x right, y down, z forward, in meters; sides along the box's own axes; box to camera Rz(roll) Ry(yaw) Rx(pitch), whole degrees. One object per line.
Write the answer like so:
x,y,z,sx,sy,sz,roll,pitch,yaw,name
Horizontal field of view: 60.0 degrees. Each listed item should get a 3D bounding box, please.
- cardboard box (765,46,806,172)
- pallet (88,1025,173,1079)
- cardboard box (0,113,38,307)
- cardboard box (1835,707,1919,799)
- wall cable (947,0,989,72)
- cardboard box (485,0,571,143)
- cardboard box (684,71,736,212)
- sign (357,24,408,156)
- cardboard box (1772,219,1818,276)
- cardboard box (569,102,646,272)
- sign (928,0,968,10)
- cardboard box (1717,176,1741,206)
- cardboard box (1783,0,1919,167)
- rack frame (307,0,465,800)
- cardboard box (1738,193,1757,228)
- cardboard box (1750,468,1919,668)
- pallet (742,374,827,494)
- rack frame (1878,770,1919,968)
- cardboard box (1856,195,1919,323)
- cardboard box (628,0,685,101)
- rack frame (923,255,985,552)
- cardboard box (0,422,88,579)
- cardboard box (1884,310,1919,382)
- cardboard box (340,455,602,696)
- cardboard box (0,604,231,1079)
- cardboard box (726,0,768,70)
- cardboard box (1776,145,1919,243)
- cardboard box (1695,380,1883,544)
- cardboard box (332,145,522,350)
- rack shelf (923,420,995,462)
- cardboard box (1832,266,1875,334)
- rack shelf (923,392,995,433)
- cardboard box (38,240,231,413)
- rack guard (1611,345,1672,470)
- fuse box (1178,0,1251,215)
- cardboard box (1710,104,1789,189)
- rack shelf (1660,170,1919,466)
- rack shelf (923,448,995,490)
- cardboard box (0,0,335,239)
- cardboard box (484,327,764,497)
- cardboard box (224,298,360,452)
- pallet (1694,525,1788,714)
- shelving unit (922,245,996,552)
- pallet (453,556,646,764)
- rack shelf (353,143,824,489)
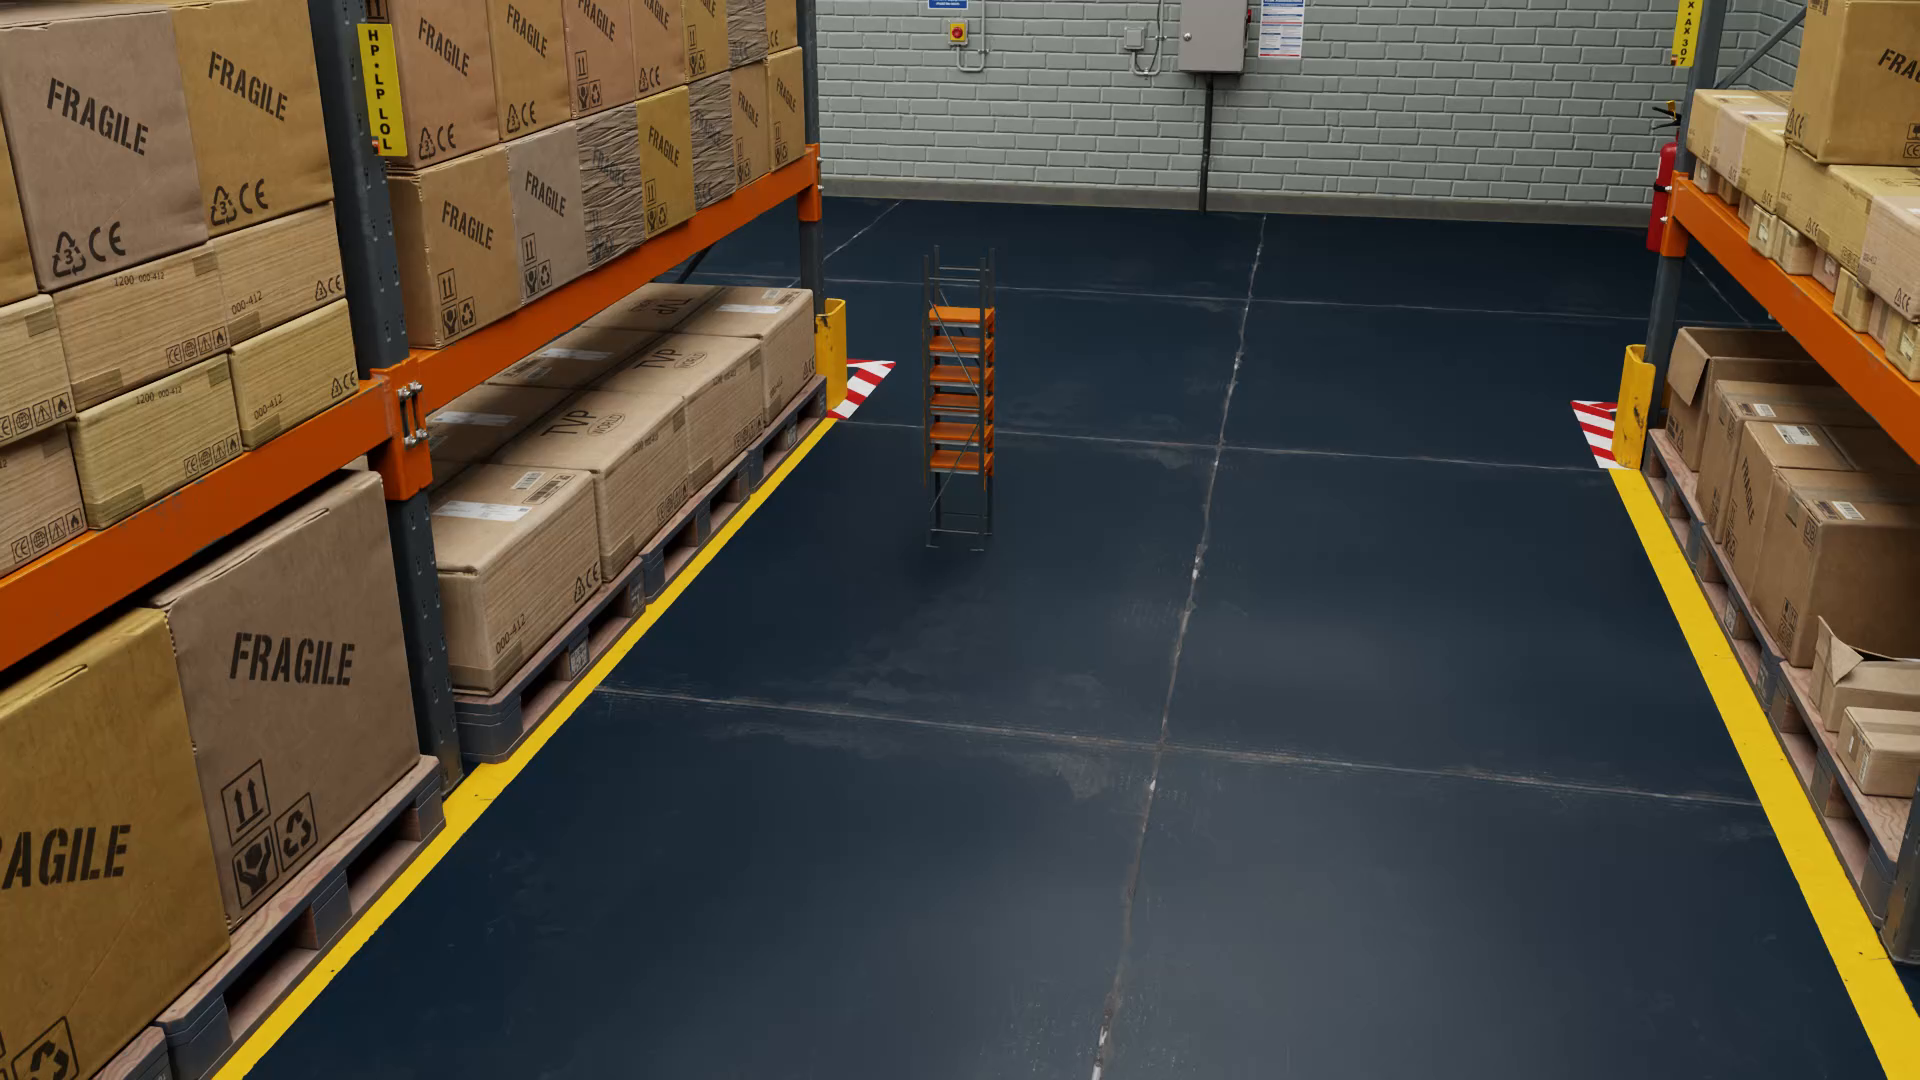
-1.030,-1.994,7.656,0.500,0.500,0.500,5,22,11,cardboard box
-2.337,1.348,3.225,1.003,0.211,1.213,4,22,11,pallet
-2.073,-0.635,2.943,0.500,0.500,0.500,5,23,13,cardboard box
2.679,0.597,4.610,0.380,0.149,0.250,4,22,9,cardboard box
-0.063,-4.694,13.092,0.585,1.953,0.123,4,22,11,wall cable
-1.563,-1.531,5.169,0.500,0.500,0.500,4,22,10,cardboard box
-1.242,-1.623,6.734,0.500,0.500,0.500,5,22,12,cardboard box
-1.474,-1.144,4.235,0.100,0.325,0.005,4,22,11,sign
2.988,-0.986,5.623,0.380,0.149,0.250,5,22,12,cardboard box
-1.440,-1.244,5.795,0.500,0.500,0.500,5,22,11,cardboard box
-0.098,-4.360,13.301,0.327,0.218,0.001,4,22,11,sign
3.327,-1.455,6.787,0.380,0.149,0.250,5,22,12,cardboard box
3.007,-1.489,5.335,0.500,0.500,0.500,5,22,12,cardboard box
-2.007,-0.681,4.530,1.000,3.000,0.127,4,22,11,rack frame
3.196,-1.268,6.324,0.380,0.149,0.250,5,23,13,cardboard box
3.027,0.103,5.366,0.700,0.500,0.500,4,22,9,cardboard box
-1.277,-0.552,7.942,1.003,0.211,1.213,4,22,11,pallet
2.853,-0.304,3.594,1.000,3.000,0.127,4,22,11,rack frame
2.806,-0.762,4.533,0.500,0.250,0.500,5,22,11,cardboard box
-1.342,-1.902,6.089,0.500,0.500,0.500,4,22,11,cardboard box
-0.022,-0.518,6.533,0.240,1.200,0.006,4,22,11,rack frame
-2.078,-0.059,3.186,0.500,0.250,0.500,4,22,9,cardboard box
2.732,-0.517,4.459,0.380,0.149,0.250,5,22,12,cardboard box
-1.774,0.091,5.480,0.875,0.438,0.875,4,22,10,cardboard box
-2.232,0.673,3.449,0.875,0.875,0.875,5,22,12,cardboard box
-1.134,-2.267,6.994,0.500,0.500,0.500,5,22,11,cardboard box
3.027,-1.131,5.450,0.500,0.250,0.500,4,22,10,cardboard box
3.239,-0.276,6.308,0.700,0.500,0.500,5,23,13,cardboard box
-1.655,-0.879,4.888,0.500,0.500,0.500,5,23,13,cardboard box
-0.003,-0.399,6.678,0.258,0.103,0.180,4,22,11,rack shelf
2.837,-0.707,4.930,0.380,0.149,0.250,4,22,10,cardboard box
-0.003,-0.510,6.633,0.258,0.103,0.180,4,22,11,rack shelf
-1.954,-0.480,3.563,0.500,0.250,0.500,5,22,12,cardboard box
3.654,-0.580,7.624,1.175,0.500,0.348,4,22,11,rack guard
1.964,-3.397,12.998,0.539,1.711,0.414,4,22,11,fuse box
3.210,-1.506,6.380,0.500,0.250,0.500,5,22,11,cardboard box
3.261,-0.702,5.544,1.077,0.370,4.000,4,22,11,rack shelf
-0.003,-0.287,6.723,0.258,0.103,0.180,4,22,11,rack shelf
-1.852,-1.009,3.871,0.500,0.500,0.500,5,23,13,cardboard box
-1.406,-0.566,7.112,0.875,0.438,0.875,5,22,12,cardboard box
-1.852,-0.428,4.103,0.500,0.250,0.500,4,22,10,cardboard box
3.241,0.291,5.850,1.003,0.211,1.213,4,22,11,pallet
-0.003,-0.551,6.616,0.258,1.200,0.189,4,22,11,shelving unit
-1.775,0.340,5.727,1.003,0.211,1.213,4,22,11,pallet
-1.599,-1.079,6.481,1.077,0.370,4.000,4,22,11,rack shelf
